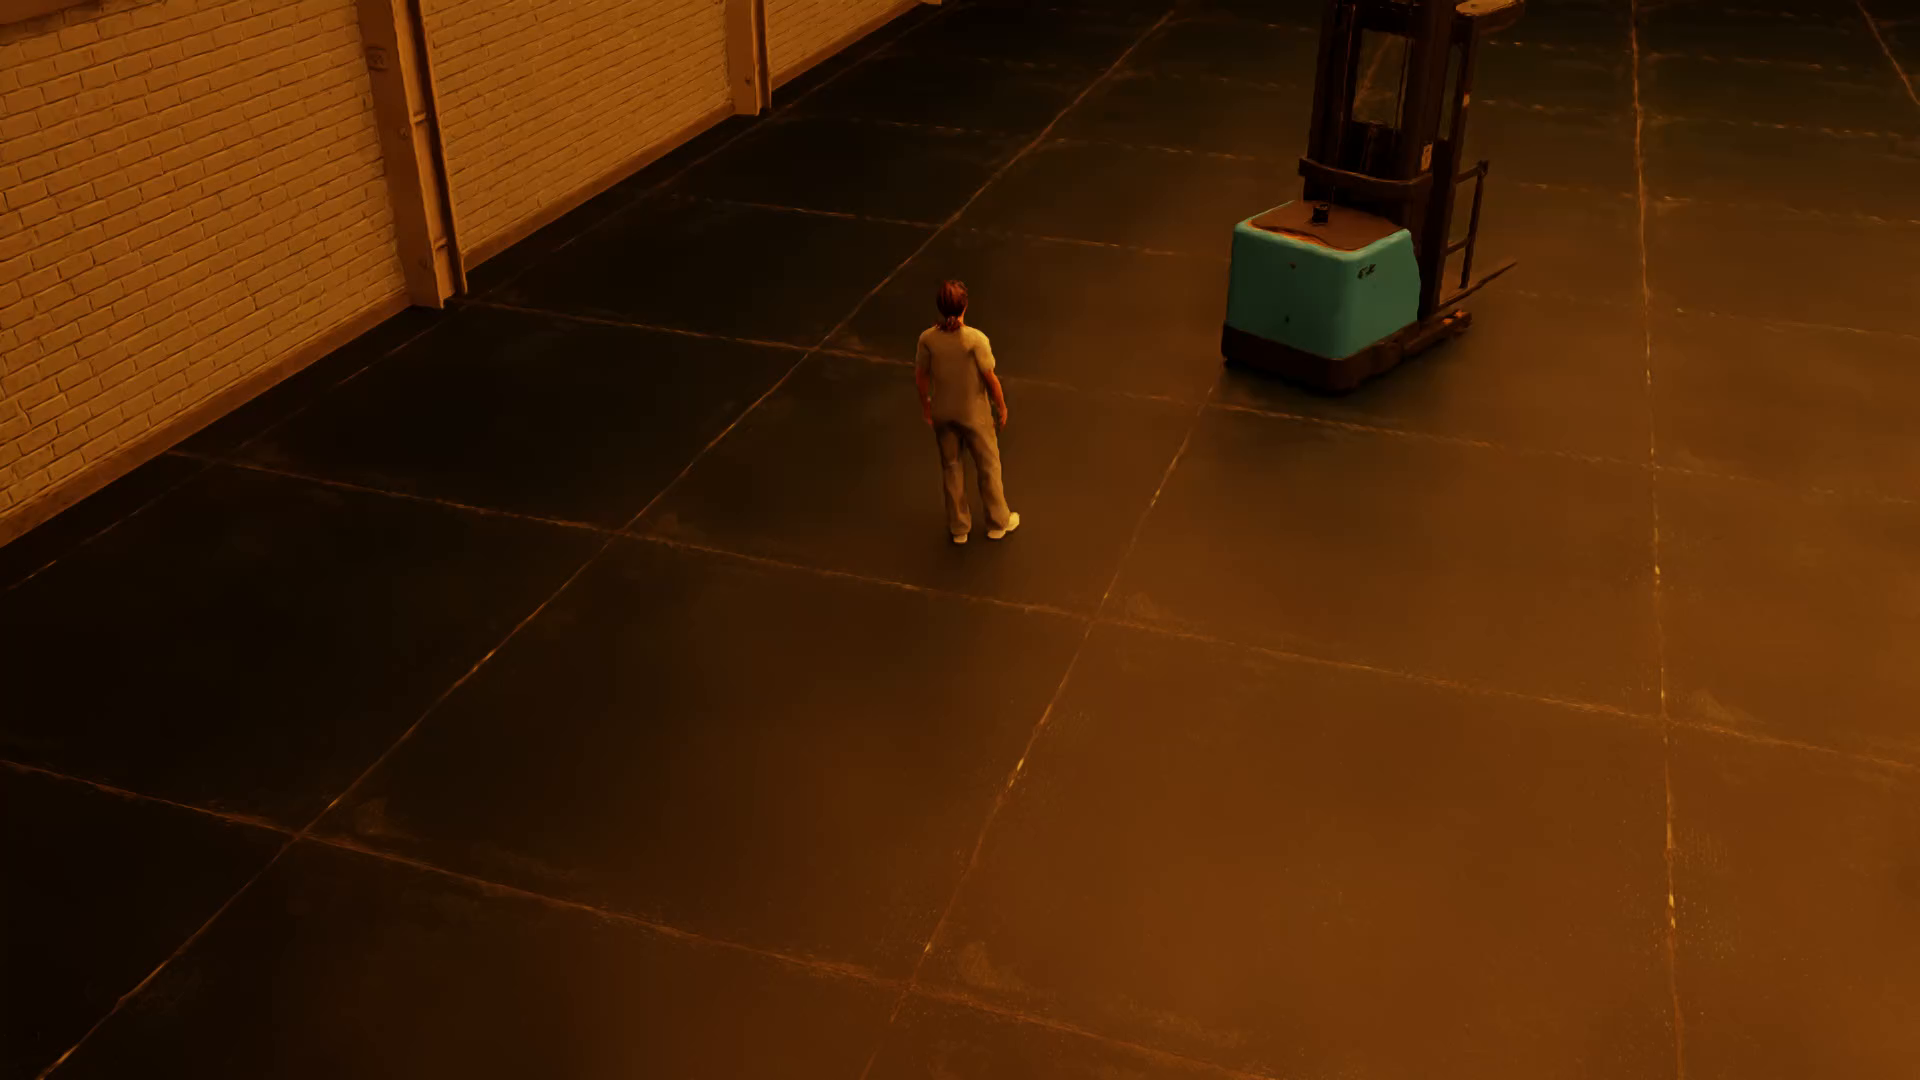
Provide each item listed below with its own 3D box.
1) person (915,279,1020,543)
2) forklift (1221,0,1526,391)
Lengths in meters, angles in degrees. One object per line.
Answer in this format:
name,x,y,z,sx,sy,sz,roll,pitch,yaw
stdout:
person,0.037,-0.766,9.735,0.550,1.674,0.548,10,31,16
forklift,3.327,-2.972,12.349,1.130,2.935,3.031,25,38,37
